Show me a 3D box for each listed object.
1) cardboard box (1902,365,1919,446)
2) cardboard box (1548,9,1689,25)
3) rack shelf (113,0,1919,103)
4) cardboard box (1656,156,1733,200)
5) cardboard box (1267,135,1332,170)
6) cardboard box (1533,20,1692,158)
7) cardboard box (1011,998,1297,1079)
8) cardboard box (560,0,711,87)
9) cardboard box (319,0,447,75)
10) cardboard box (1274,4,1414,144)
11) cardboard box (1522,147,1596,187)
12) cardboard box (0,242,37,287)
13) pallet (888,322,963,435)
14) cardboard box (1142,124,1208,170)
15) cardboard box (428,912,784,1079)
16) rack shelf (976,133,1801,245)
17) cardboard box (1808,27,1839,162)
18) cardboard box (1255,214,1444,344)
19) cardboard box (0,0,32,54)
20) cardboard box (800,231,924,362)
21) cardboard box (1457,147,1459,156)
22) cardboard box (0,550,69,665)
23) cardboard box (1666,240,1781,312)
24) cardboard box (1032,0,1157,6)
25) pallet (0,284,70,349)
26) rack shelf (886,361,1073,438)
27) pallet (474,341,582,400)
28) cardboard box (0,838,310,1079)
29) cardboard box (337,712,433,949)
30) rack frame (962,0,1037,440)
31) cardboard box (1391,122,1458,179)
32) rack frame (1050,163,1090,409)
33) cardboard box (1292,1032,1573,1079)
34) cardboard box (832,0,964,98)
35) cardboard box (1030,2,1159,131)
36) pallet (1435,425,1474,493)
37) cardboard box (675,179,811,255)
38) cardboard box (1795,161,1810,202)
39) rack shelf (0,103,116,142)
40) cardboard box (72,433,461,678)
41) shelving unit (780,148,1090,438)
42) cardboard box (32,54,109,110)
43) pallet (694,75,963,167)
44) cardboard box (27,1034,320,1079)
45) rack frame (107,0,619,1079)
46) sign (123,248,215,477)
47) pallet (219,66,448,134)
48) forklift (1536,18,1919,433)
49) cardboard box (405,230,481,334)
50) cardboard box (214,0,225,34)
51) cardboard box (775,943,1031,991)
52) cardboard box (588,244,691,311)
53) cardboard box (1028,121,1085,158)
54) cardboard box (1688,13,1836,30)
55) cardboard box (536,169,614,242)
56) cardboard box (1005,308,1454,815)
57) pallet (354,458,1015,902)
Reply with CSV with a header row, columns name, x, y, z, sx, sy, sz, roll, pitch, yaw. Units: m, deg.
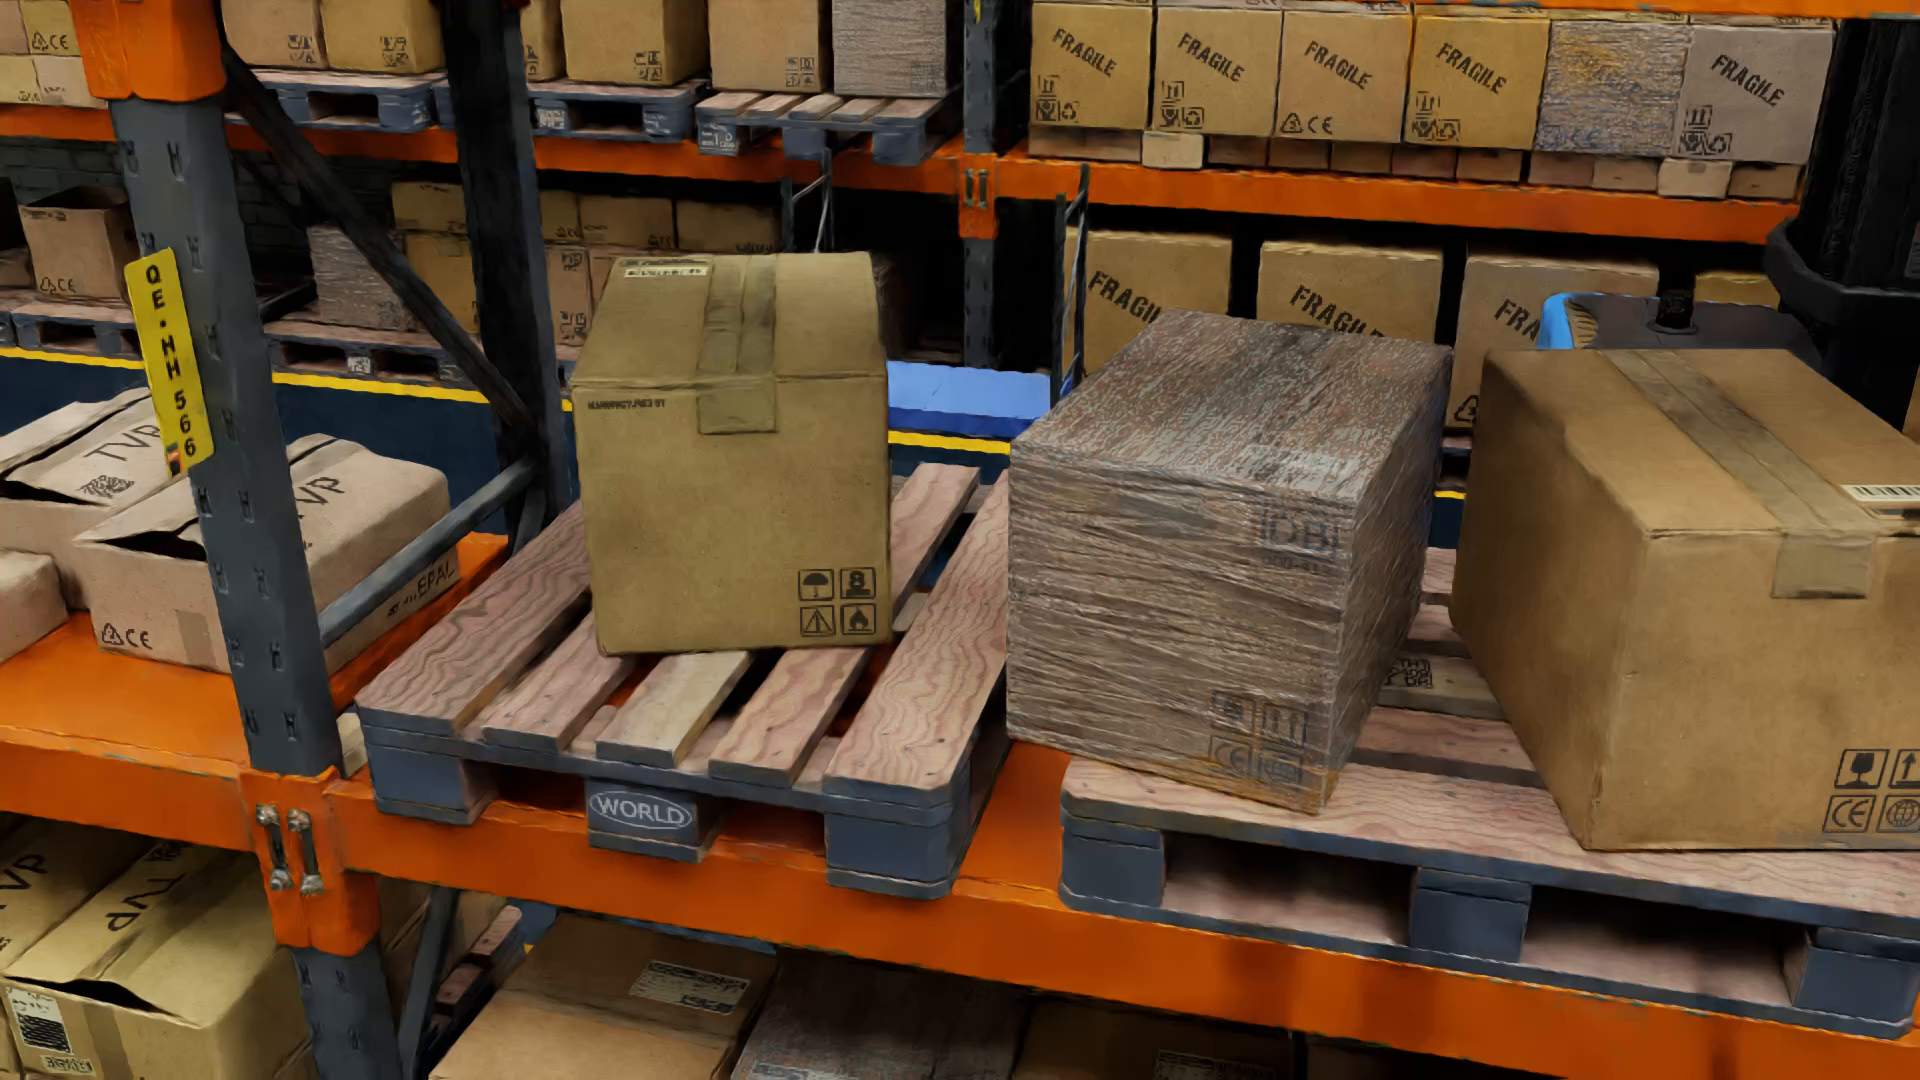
name,x,y,z,sx,sy,sz,roll,pitch,yaw
cardboard box,1.756,0.033,2.586,0.500,0.500,0.700,11,27,21
cardboard box,2.569,-2.188,6.498,0.500,0.250,0.500,7,26,14
rack shelf,0.904,-0.785,2.256,4.000,0.370,1.077,6,26,13
cardboard box,2.913,-1.485,6.649,0.250,0.149,0.380,6,26,13
cardboard box,1.465,-1.702,7.104,0.250,0.149,0.380,7,26,14
cardboard box,2.581,-1.845,6.649,0.500,0.500,0.500,6,26,13
cardboard box,0.330,1.238,3.057,0.500,0.500,0.500,6,26,12
cardboard box,-1.472,-2.446,7.770,0.500,0.500,0.700,6,26,13
cardboard box,-2.653,-2.573,8.036,0.500,0.500,0.700,9,27,18
cardboard box,1.589,-1.949,6.868,0.500,0.500,0.500,6,26,13
cardboard box,2.454,-1.572,6.832,0.250,0.149,0.380,6,26,12
cardboard box,-5.221,-1.551,9.324,0.250,0.149,0.380,4,26,9
pallet,-0.559,-0.857,8.305,1.213,0.211,1.003,6,26,13
cardboard box,0.937,-1.702,7.104,0.250,0.149,0.380,7,26,15
cardboard box,-0.663,1.128,3.287,0.500,0.500,0.500,7,26,15
rack shelf,2.134,-1.493,7.234,4.000,0.370,1.077,6,26,13
cardboard box,3.562,-1.737,6.423,0.500,0.500,0.500,6,26,12
cardboard box,1.724,-1.021,7.418,0.750,0.750,0.750,6,26,13
cardboard box,-4.696,-2.713,8.238,0.500,0.500,0.500,6,26,13
cardboard box,-0.513,-1.158,8.088,0.500,0.500,0.700,7,26,14
cardboard box,2.306,-1.786,7.281,0.250,0.149,0.380,6,26,12
cardboard box,-1.973,0.163,3.211,0.250,0.149,0.380,6,26,13
cardboard box,3.410,-0.838,7.034,0.750,0.750,0.750,7,26,14
cardboard box,0.601,-2.400,6.944,0.500,0.250,0.500,7,26,14
pallet,-5.521,-1.388,9.420,1.213,0.211,1.003,6,26,13
rack shelf,-0.083,-0.524,6.524,1.000,0.185,0.538,6,26,13
pallet,-1.737,-0.989,8.581,1.213,0.211,1.003,6,26,13
cardboard box,-1.601,0.876,3.479,0.500,0.311,0.500,7,26,14
cardboard box,-1.467,0.651,3.951,0.500,0.311,0.500,7,26,15
rack frame,0.197,-2.032,7.529,0.127,3.000,1.000,6,26,13
cardboard box,1.947,-1.636,6.967,0.250,0.149,0.380,6,26,13
rack frame,0.410,-0.632,6.332,0.032,1.500,0.500,6,26,13
cardboard box,0.942,1.072,3.405,0.500,0.500,0.500,5,26,11
cardboard box,-0.260,-2.322,7.510,0.500,0.500,0.700,3,26,7
cardboard box,0.604,-2.062,7.106,0.500,0.500,0.500,7,26,15
pallet,2.120,-0.526,7.609,1.213,0.211,1.003,6,26,13
cardboard box,-1.049,-1.583,8.110,0.500,0.250,0.500,7,26,14
cardboard box,3.423,-1.435,6.544,0.250,0.149,0.380,7,26,14
rack shelf,-5.614,-2.350,9.033,4.000,0.370,1.077,6,26,13
cardboard box,-1.374,0.014,3.335,0.500,0.311,0.500,8,27,16
shelving unit,-0.083,-0.686,6.447,1.048,1.500,0.538,6,26,13
cardboard box,-4.211,-2.326,8.298,0.500,0.250,0.500,6,26,13
pallet,-0.519,-1.977,7.637,1.003,0.211,1.213,6,26,13
cardboard box,-1.603,1.128,3.602,0.500,0.250,0.500,7,26,14
rack frame,-1.033,0.031,3.196,0.127,3.000,1.000,6,26,13
sign,-1.168,-0.261,2.461,0.005,0.325,0.100,6,26,13
pallet,-2.973,-2.231,8.170,1.213,0.211,1.003,6,26,13
forklift,3.524,-0.933,5.301,3.031,2.935,1.130,6,26,13
cardboard box,-2.447,-1.424,8.648,0.500,0.500,0.700,6,26,12
cardboard box,-4.080,-2.878,8.583,0.500,0.500,0.500,6,26,12
cardboard box,-0.068,0.963,3.634,0.500,0.500,0.500,7,26,15
cardboard box,-1.471,-1.302,8.392,0.500,0.500,0.700,6,26,13
cardboard box,0.459,-1.796,7.302,0.250,0.149,0.380,6,26,12
cardboard box,3.063,-2.133,6.383,0.500,0.250,0.500,7,26,14
cardboard box,-2.027,-1.697,8.349,0.500,0.250,0.500,6,26,11
cardboard box,0.444,-0.006,2.669,0.500,0.500,0.700,11,28,23
pallet,-0.359,0.161,3.146,1.003,0.211,1.213,6,26,13
